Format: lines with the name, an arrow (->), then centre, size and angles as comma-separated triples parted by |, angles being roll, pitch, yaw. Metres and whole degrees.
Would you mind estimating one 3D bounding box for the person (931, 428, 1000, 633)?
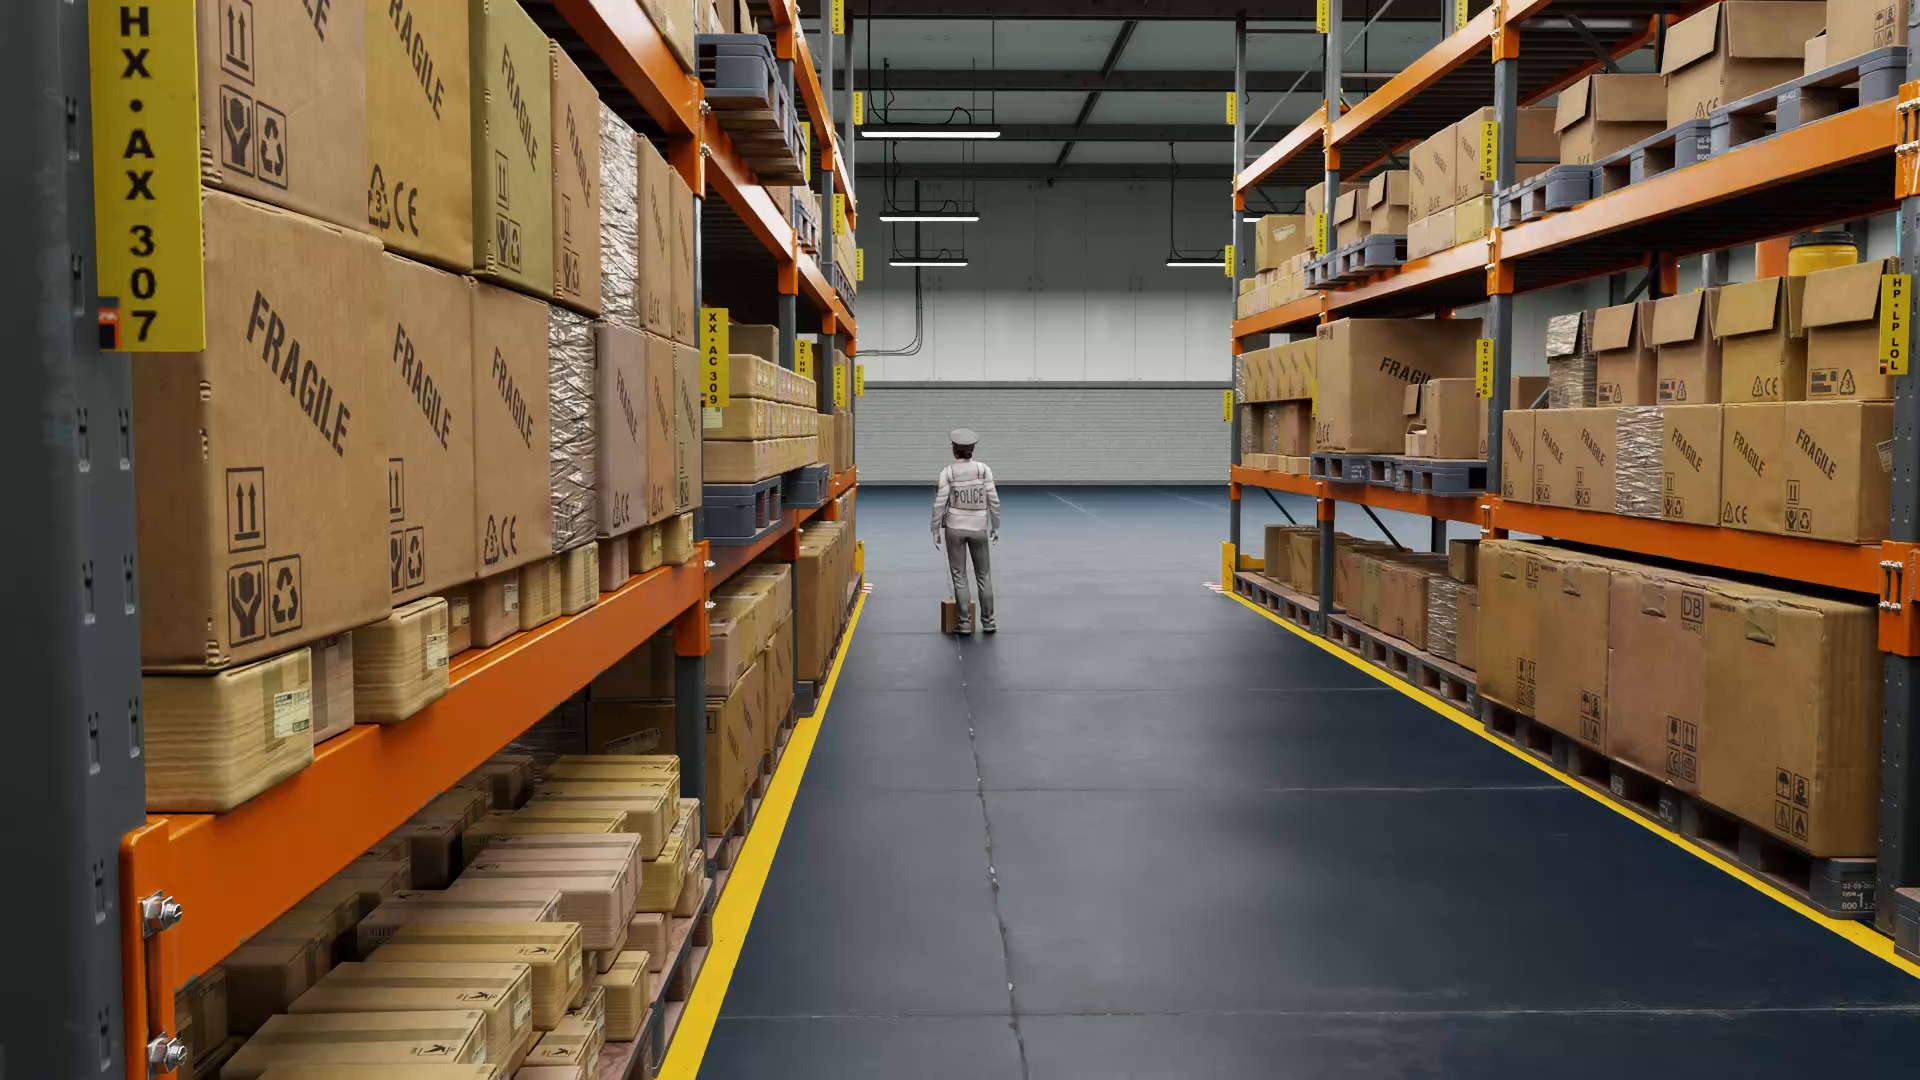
person -> 0.043, -0.074, 13.713 | 0.586, 1.694, 0.531 | -1, 4, -8
